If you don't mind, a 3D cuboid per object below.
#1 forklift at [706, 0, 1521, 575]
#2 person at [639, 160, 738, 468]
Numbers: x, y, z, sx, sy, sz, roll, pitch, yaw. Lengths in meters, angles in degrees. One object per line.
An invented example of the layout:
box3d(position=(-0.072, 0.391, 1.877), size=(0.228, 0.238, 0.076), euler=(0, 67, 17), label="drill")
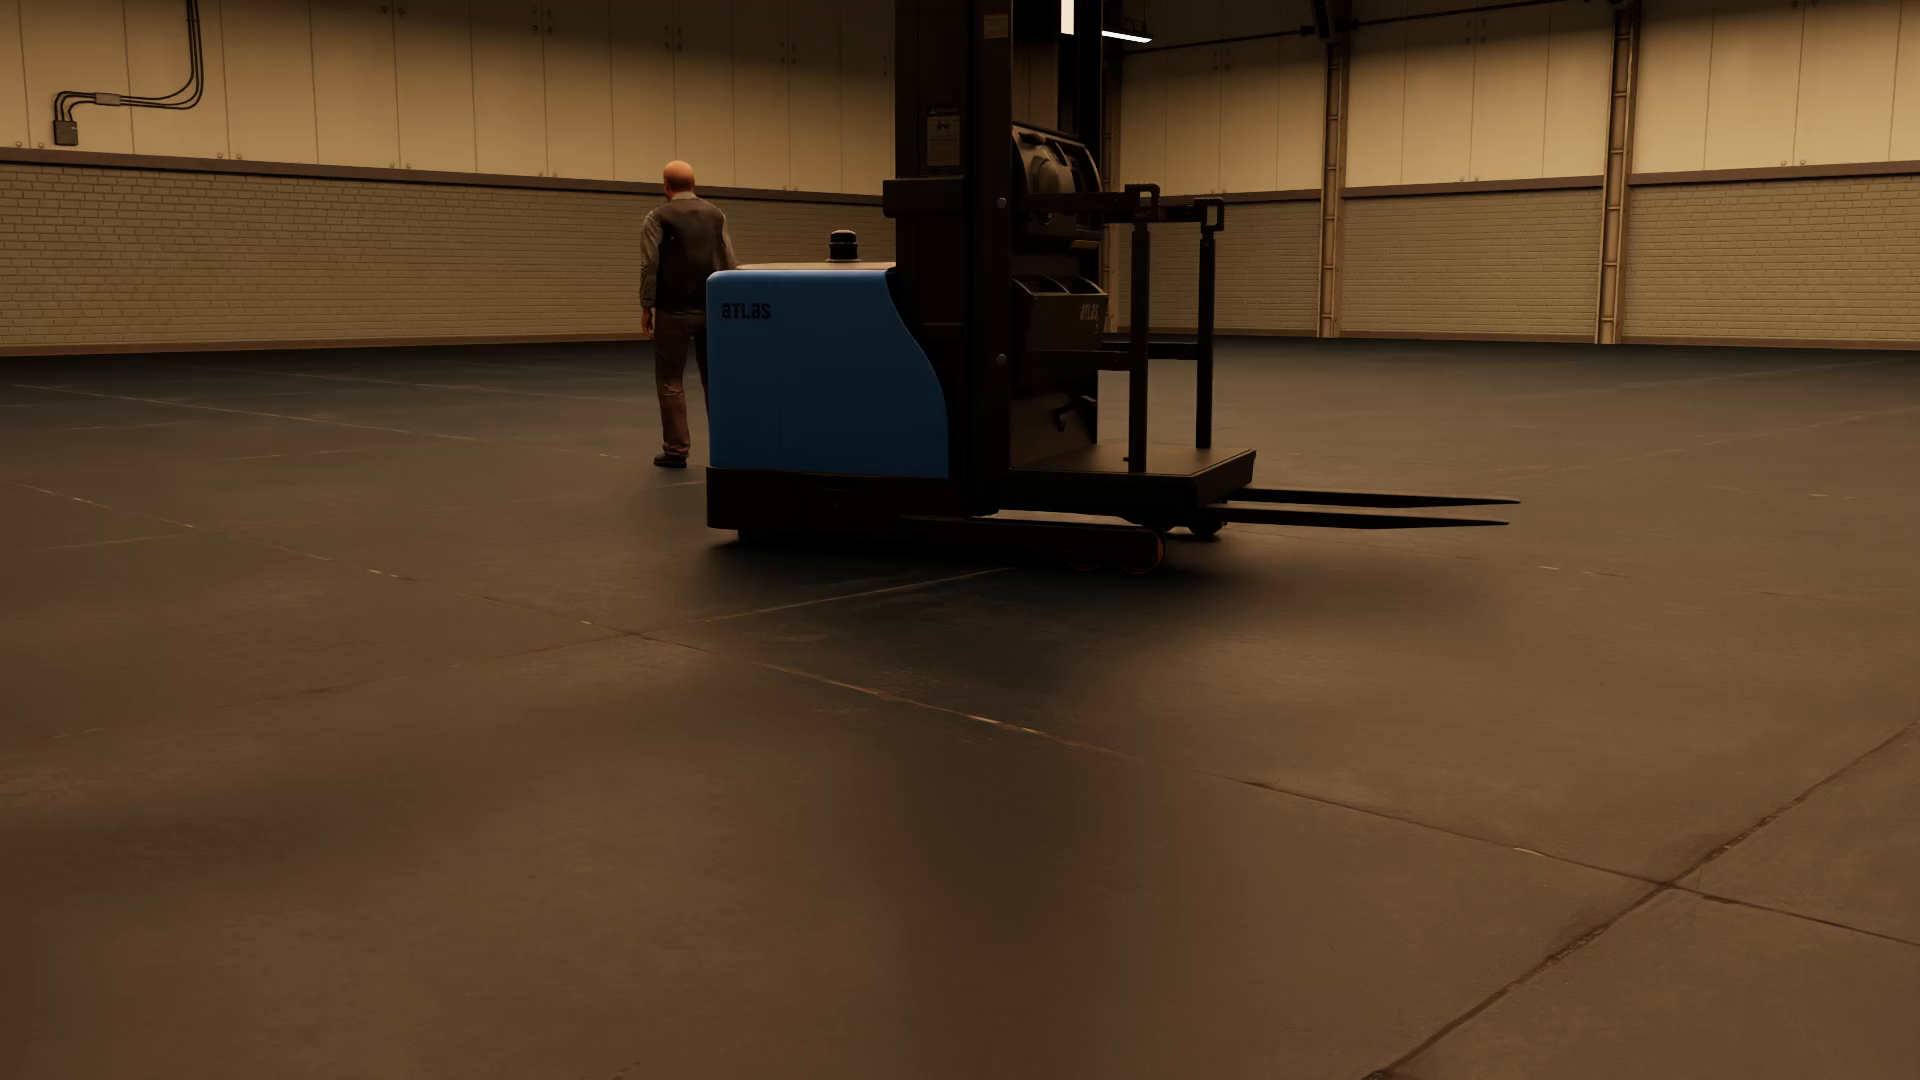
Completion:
box3d(position=(0.565, -1.416, 6.275), size=(3.031, 2.935, 1.130), euler=(3, 9, 22), label="forklift")
box3d(position=(-1.531, -1.277, 9.431), size=(0.583, 1.719, 0.427), euler=(-5, 10, -29), label="person")
